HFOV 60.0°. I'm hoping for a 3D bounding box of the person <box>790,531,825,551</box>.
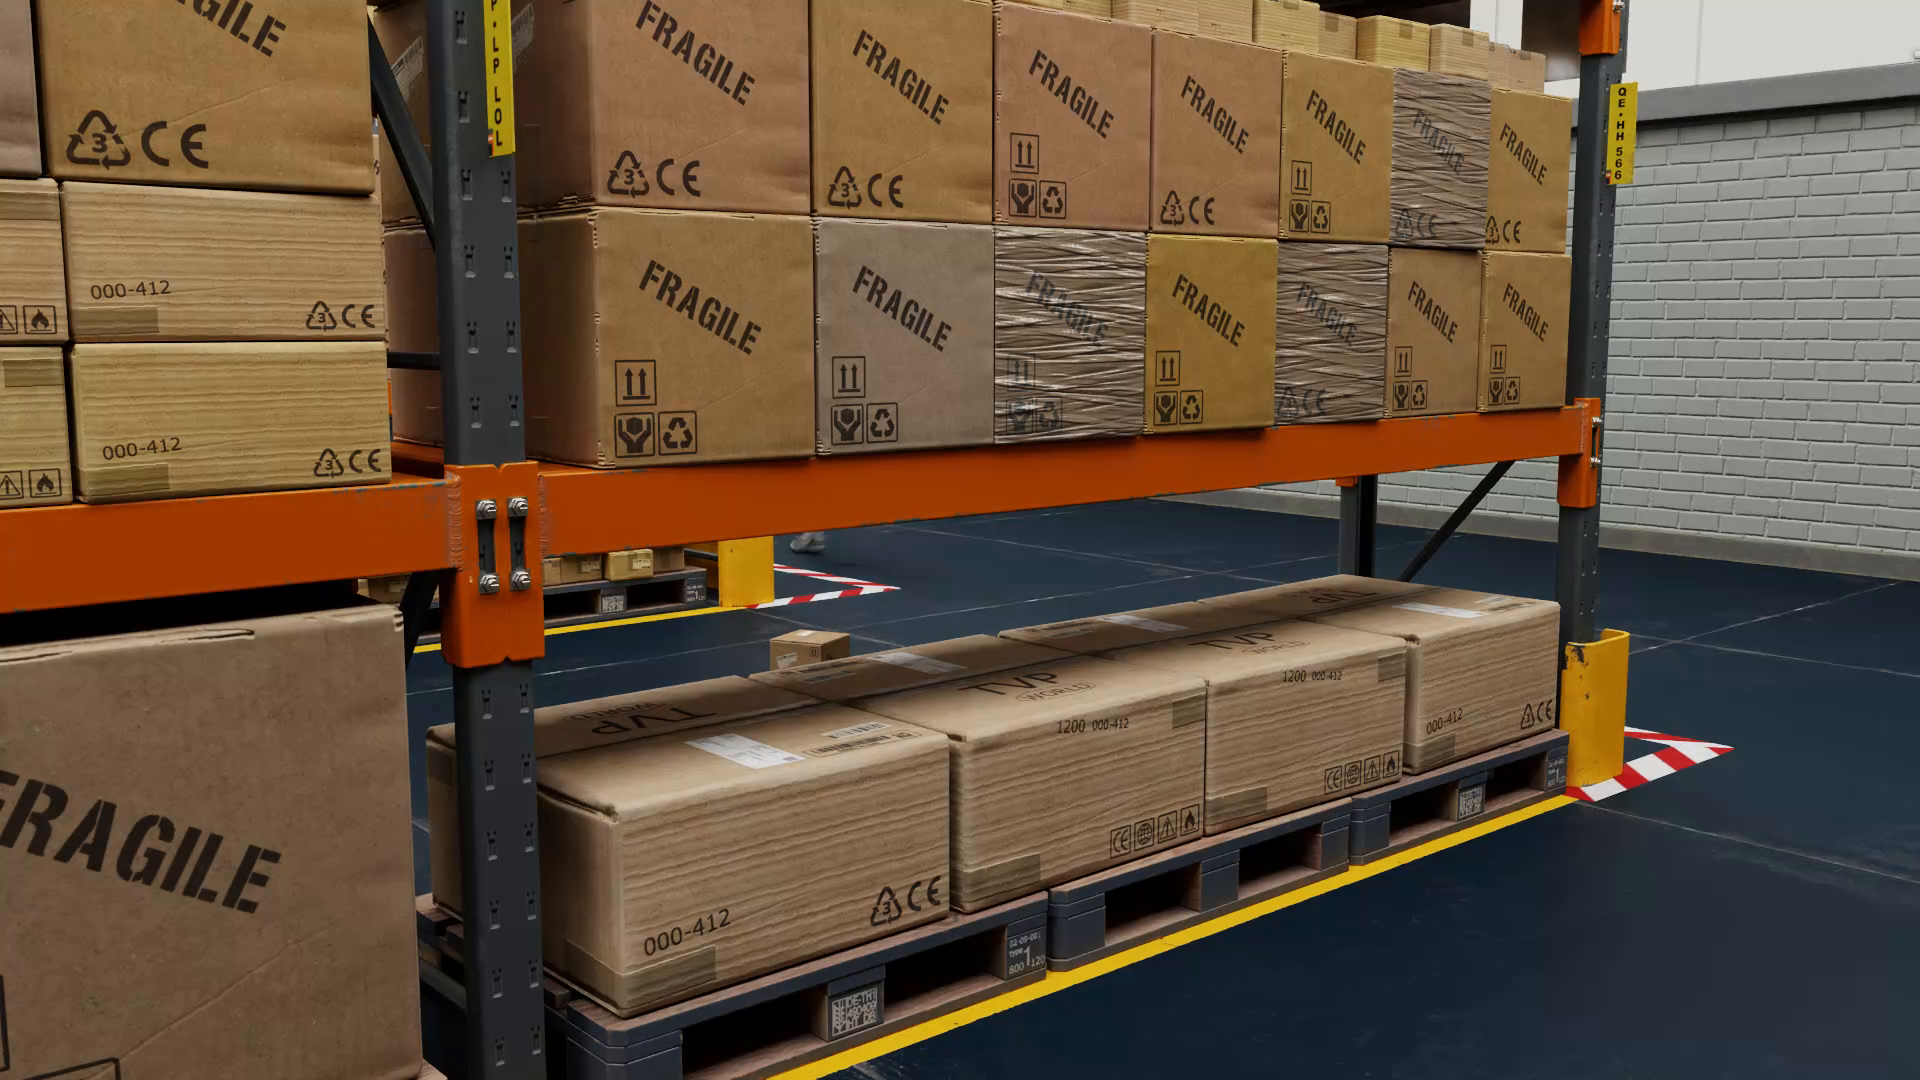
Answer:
[{"bbox_3d":[-1.120,-0.727,11.179,0.468,1.651,0.505,6,10,39],"label":"person"}]
